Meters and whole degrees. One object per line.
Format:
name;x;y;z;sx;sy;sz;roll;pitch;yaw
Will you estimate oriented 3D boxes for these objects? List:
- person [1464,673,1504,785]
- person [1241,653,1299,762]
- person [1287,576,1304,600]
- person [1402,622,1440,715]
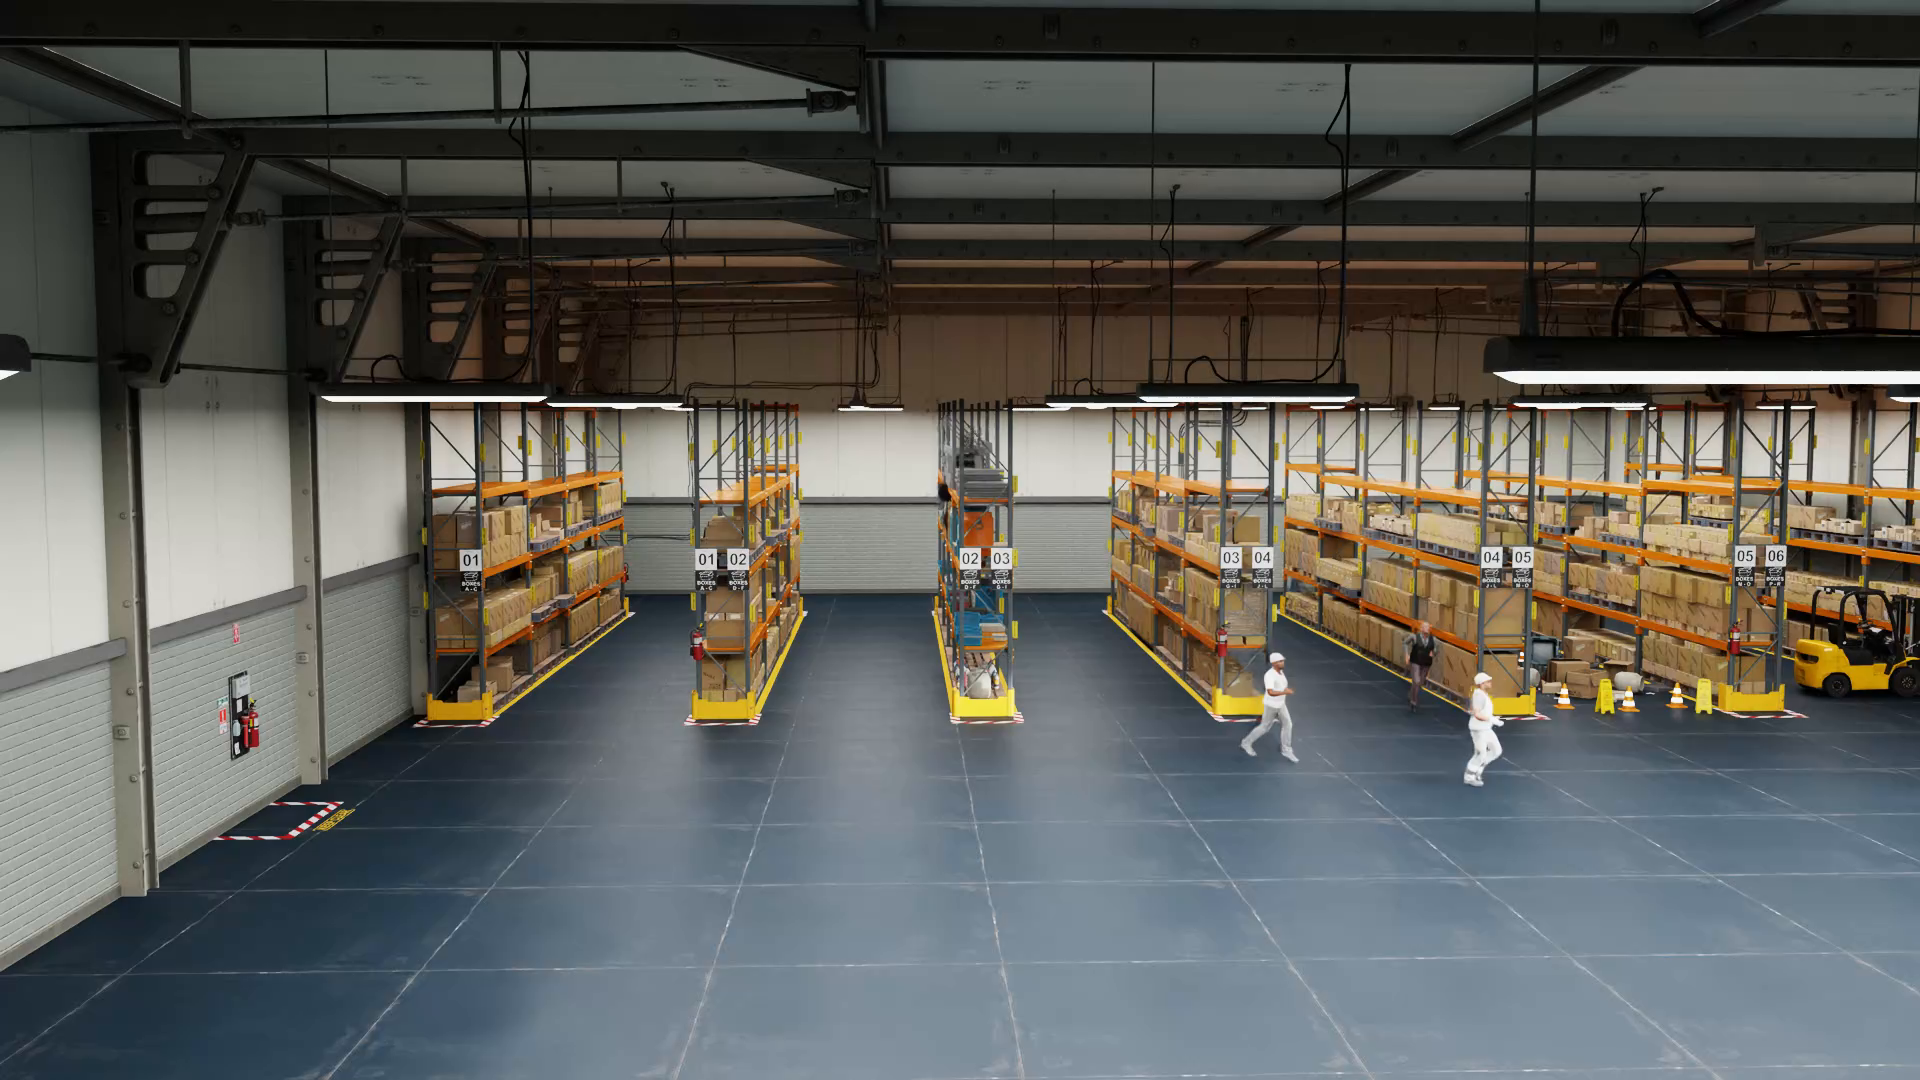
person;8.034;2.901;25.457;0.609;1.744;0.651;2;5;30
person;5.150;2.752;27.498;0.935;1.806;0.707;3;5;32
person;9.857;1.106;48.876;0.939;1.782;0.754;-1;4;-9
person;8.903;2.439;32.081;0.668;1.743;0.868;-1;4;-7
